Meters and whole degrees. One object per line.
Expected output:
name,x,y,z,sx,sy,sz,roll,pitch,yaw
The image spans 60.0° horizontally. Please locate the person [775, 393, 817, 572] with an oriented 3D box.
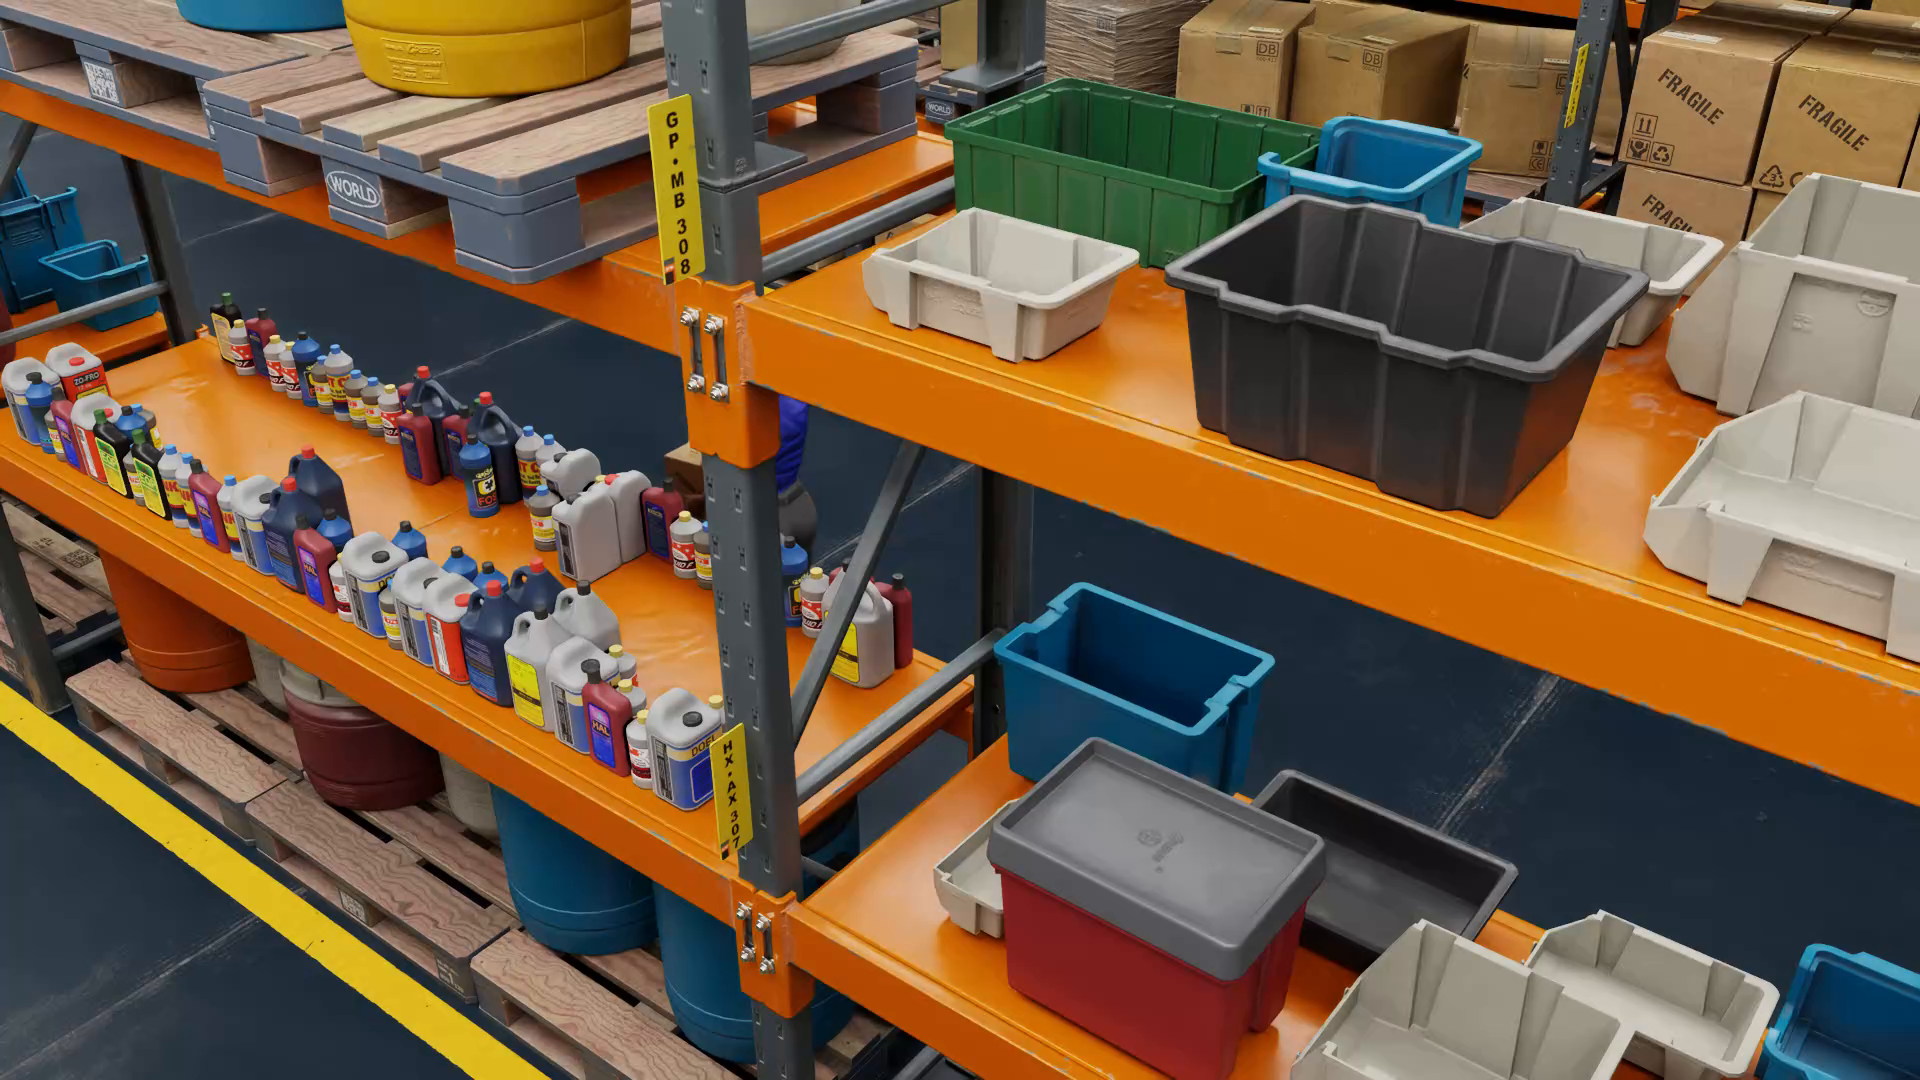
person,-0.750,-0.066,6.243,0.398,1.659,0.484,20,36,29
